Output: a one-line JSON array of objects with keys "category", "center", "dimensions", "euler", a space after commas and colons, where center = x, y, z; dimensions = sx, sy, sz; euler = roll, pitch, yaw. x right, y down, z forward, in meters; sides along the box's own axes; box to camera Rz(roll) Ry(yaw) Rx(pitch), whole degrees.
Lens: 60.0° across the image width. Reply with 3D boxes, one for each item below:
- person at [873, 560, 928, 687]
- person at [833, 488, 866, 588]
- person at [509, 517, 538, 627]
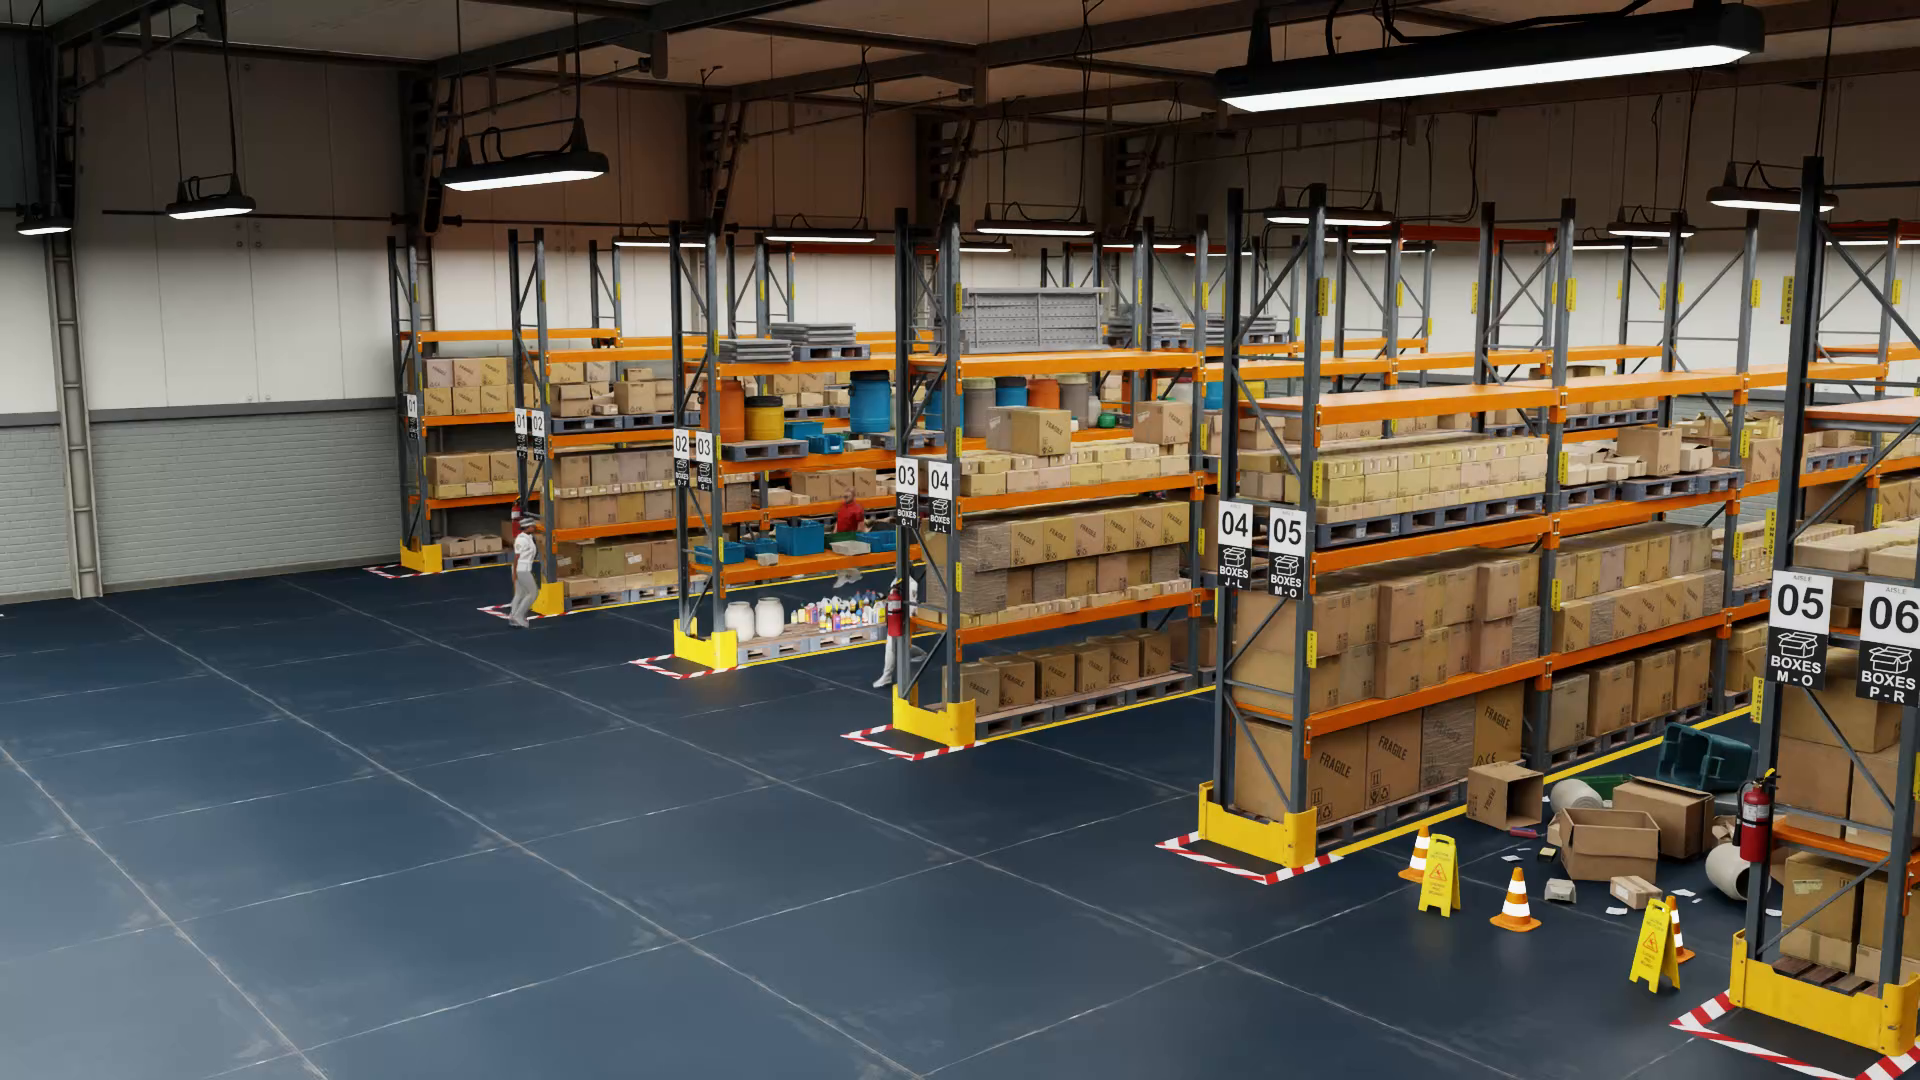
[{"category": "person", "center": [-0.777, 1.044, 21.506], "dimensions": [0.841, 1.634, 0.523], "euler": [-8, 12, -44]}, {"category": "person", "center": [-1.822, -0.052, 27.278], "dimensions": [0.680, 1.625, 0.616], "euler": [-8, 12, -43]}, {"category": "person", "center": [-6.614, 0.484, 25.121], "dimensions": [0.469, 1.657, 0.486], "euler": [-1, 9, -8]}]
